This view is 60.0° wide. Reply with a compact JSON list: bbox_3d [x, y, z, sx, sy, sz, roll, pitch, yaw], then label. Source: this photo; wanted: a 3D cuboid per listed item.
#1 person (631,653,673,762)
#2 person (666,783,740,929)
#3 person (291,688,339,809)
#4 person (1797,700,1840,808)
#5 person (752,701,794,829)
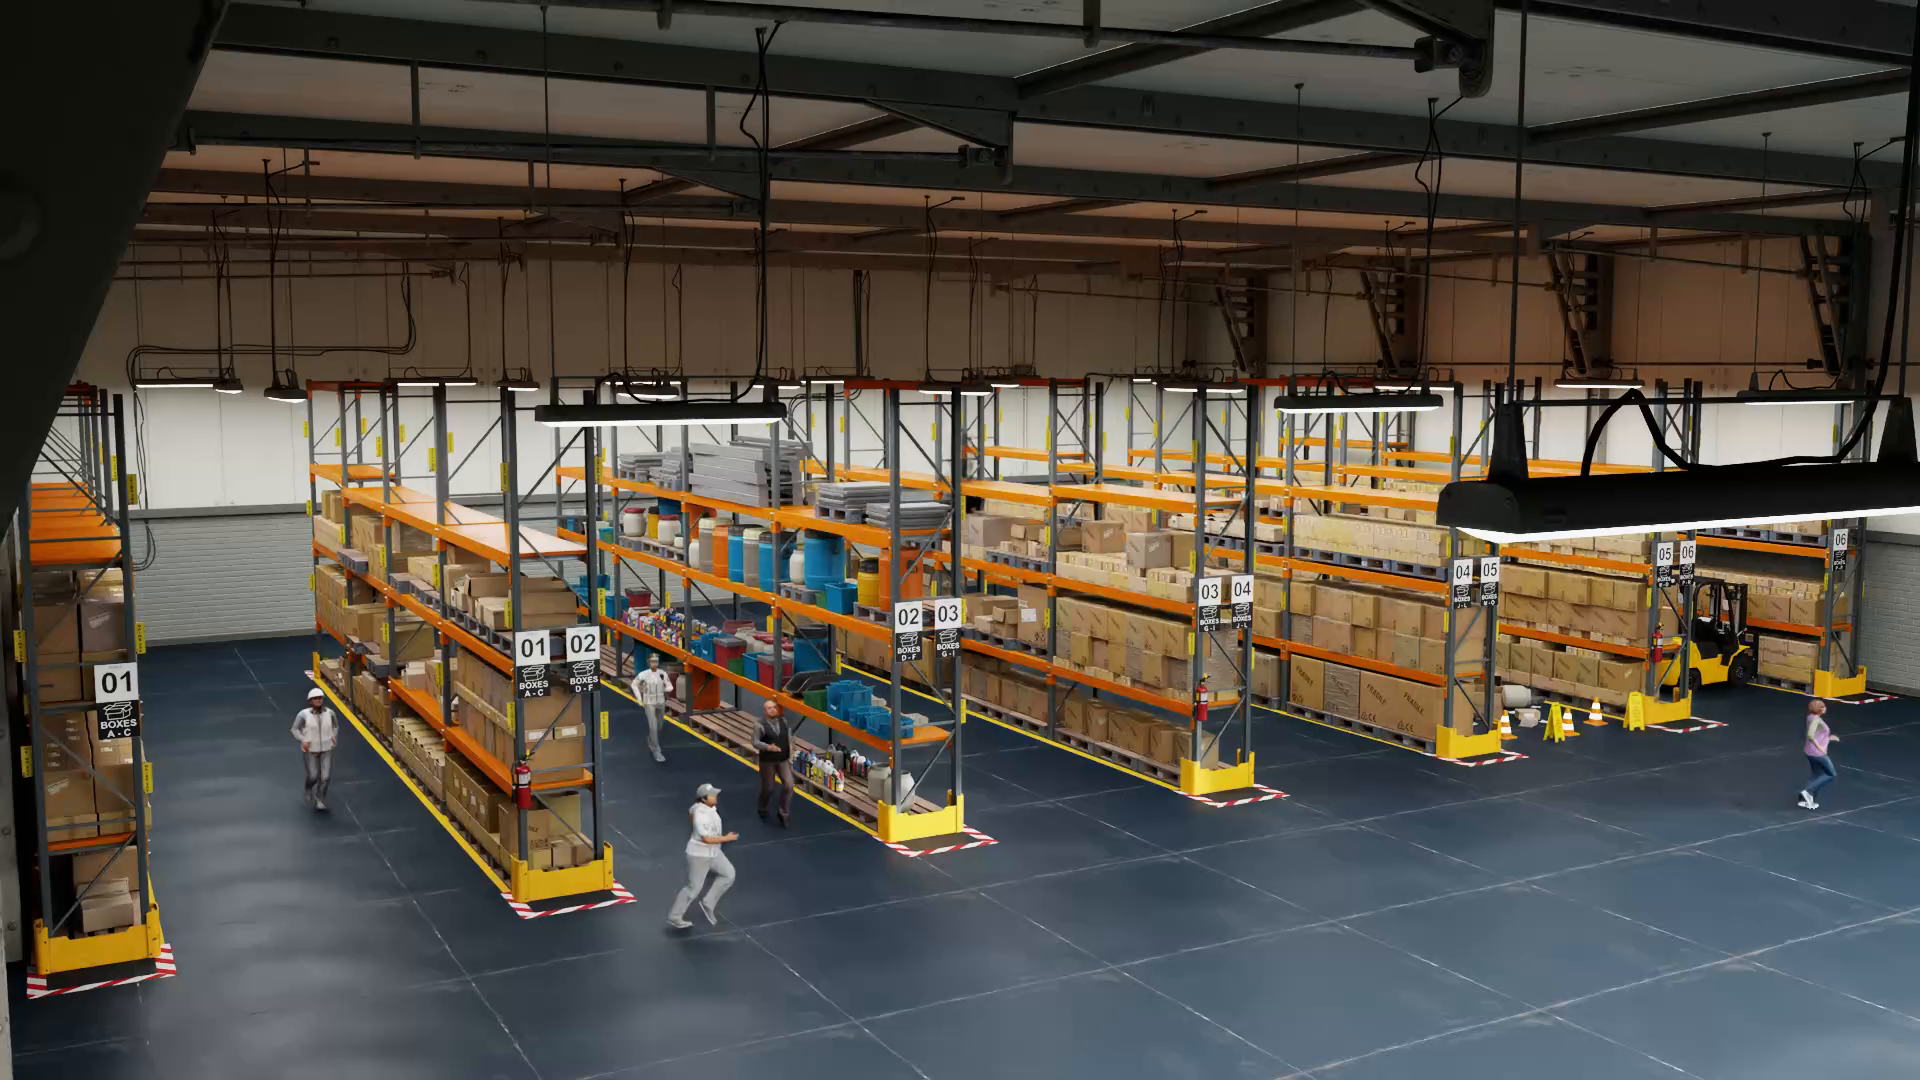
[{"bbox_3d":[-4.904,2.638,26.660,0.611,1.676,0.940,-4,7,-32],"label":"person"},{"bbox_3d":[-2.862,3.527,18.648,0.816,1.646,0.618,0,6,4],"label":"person"},{"bbox_3d":[-9.114,2.961,23.612,0.643,1.726,0.577,-4,7,-35],"label":"person"},{"bbox_3d":[12.210,3.039,23.590,0.550,1.559,0.527,1,6,11],"label":"person"},{"bbox_3d":[-2.551,3.113,22.856,0.659,1.676,0.751,-3,7,-27],"label":"person"}]
